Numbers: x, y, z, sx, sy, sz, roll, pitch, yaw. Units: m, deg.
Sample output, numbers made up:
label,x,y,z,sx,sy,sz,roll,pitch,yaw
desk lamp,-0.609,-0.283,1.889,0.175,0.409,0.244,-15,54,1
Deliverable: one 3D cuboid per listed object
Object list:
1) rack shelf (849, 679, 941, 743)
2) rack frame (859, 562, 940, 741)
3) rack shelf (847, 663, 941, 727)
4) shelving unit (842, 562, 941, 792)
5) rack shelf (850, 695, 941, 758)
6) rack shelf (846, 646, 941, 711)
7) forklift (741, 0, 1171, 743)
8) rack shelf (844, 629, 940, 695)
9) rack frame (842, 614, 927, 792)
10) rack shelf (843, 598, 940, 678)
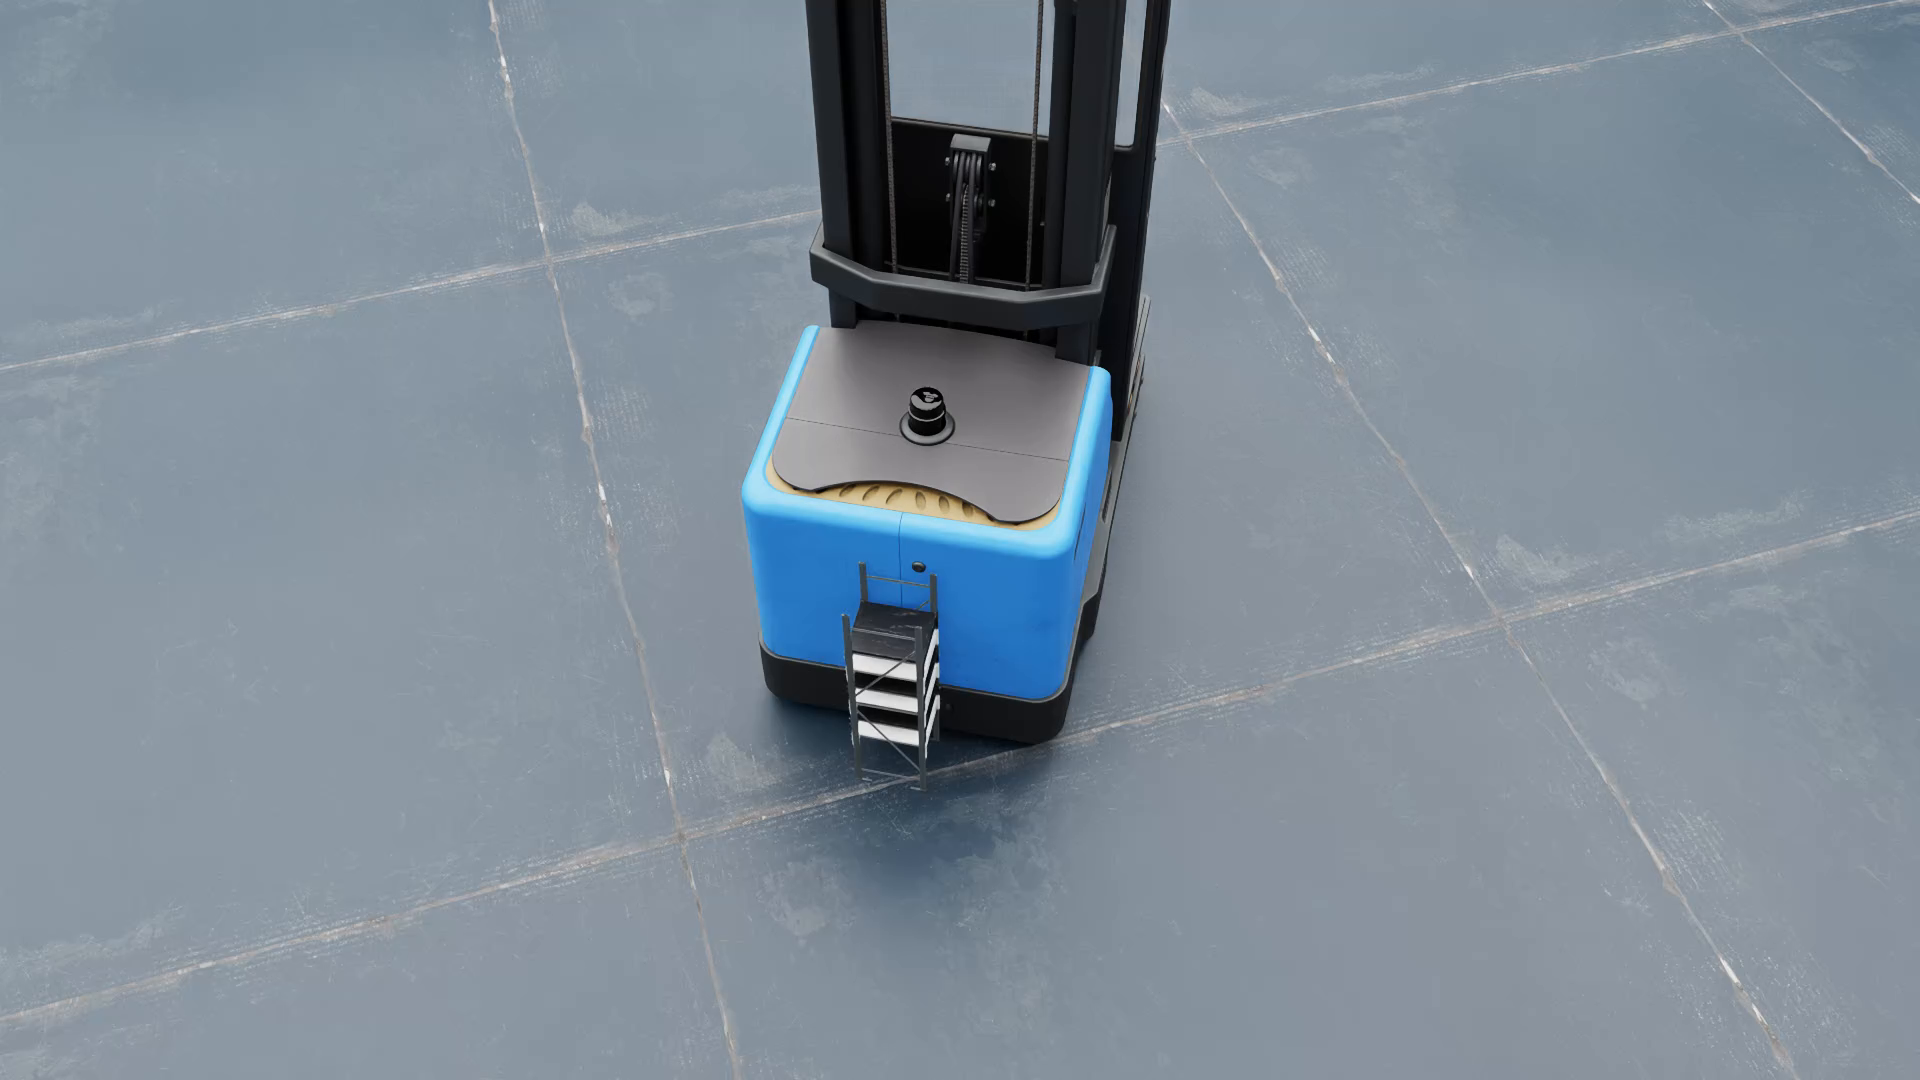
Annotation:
label,x,y,z,sx,sy,sz,roll,pitch,yaw
rack shelf,-0.208,0.532,5.375,0.258,0.077,0.200,9,50,8
rack frame,-0.187,0.376,5.344,0.240,0.900,0.006,9,50,8
rack shelf,-0.208,0.474,5.306,0.258,0.077,0.200,9,50,8
shelving unit,-0.208,0.452,5.280,0.258,0.900,0.210,9,50,8
rack shelf,-0.208,0.590,5.443,0.258,0.077,0.200,9,50,8
rack shelf,-0.208,0.415,5.237,0.258,0.077,0.200,9,50,8
forklift,0.130,-1.416,5.527,1.130,2.935,3.031,9,50,8
rack shelf,-0.208,0.357,5.168,0.258,0.077,0.200,9,50,8
rack frame,-0.229,0.528,5.216,0.240,0.900,0.006,9,50,8
rack shelf,-0.208,0.299,5.099,0.258,0.077,0.200,9,50,8
